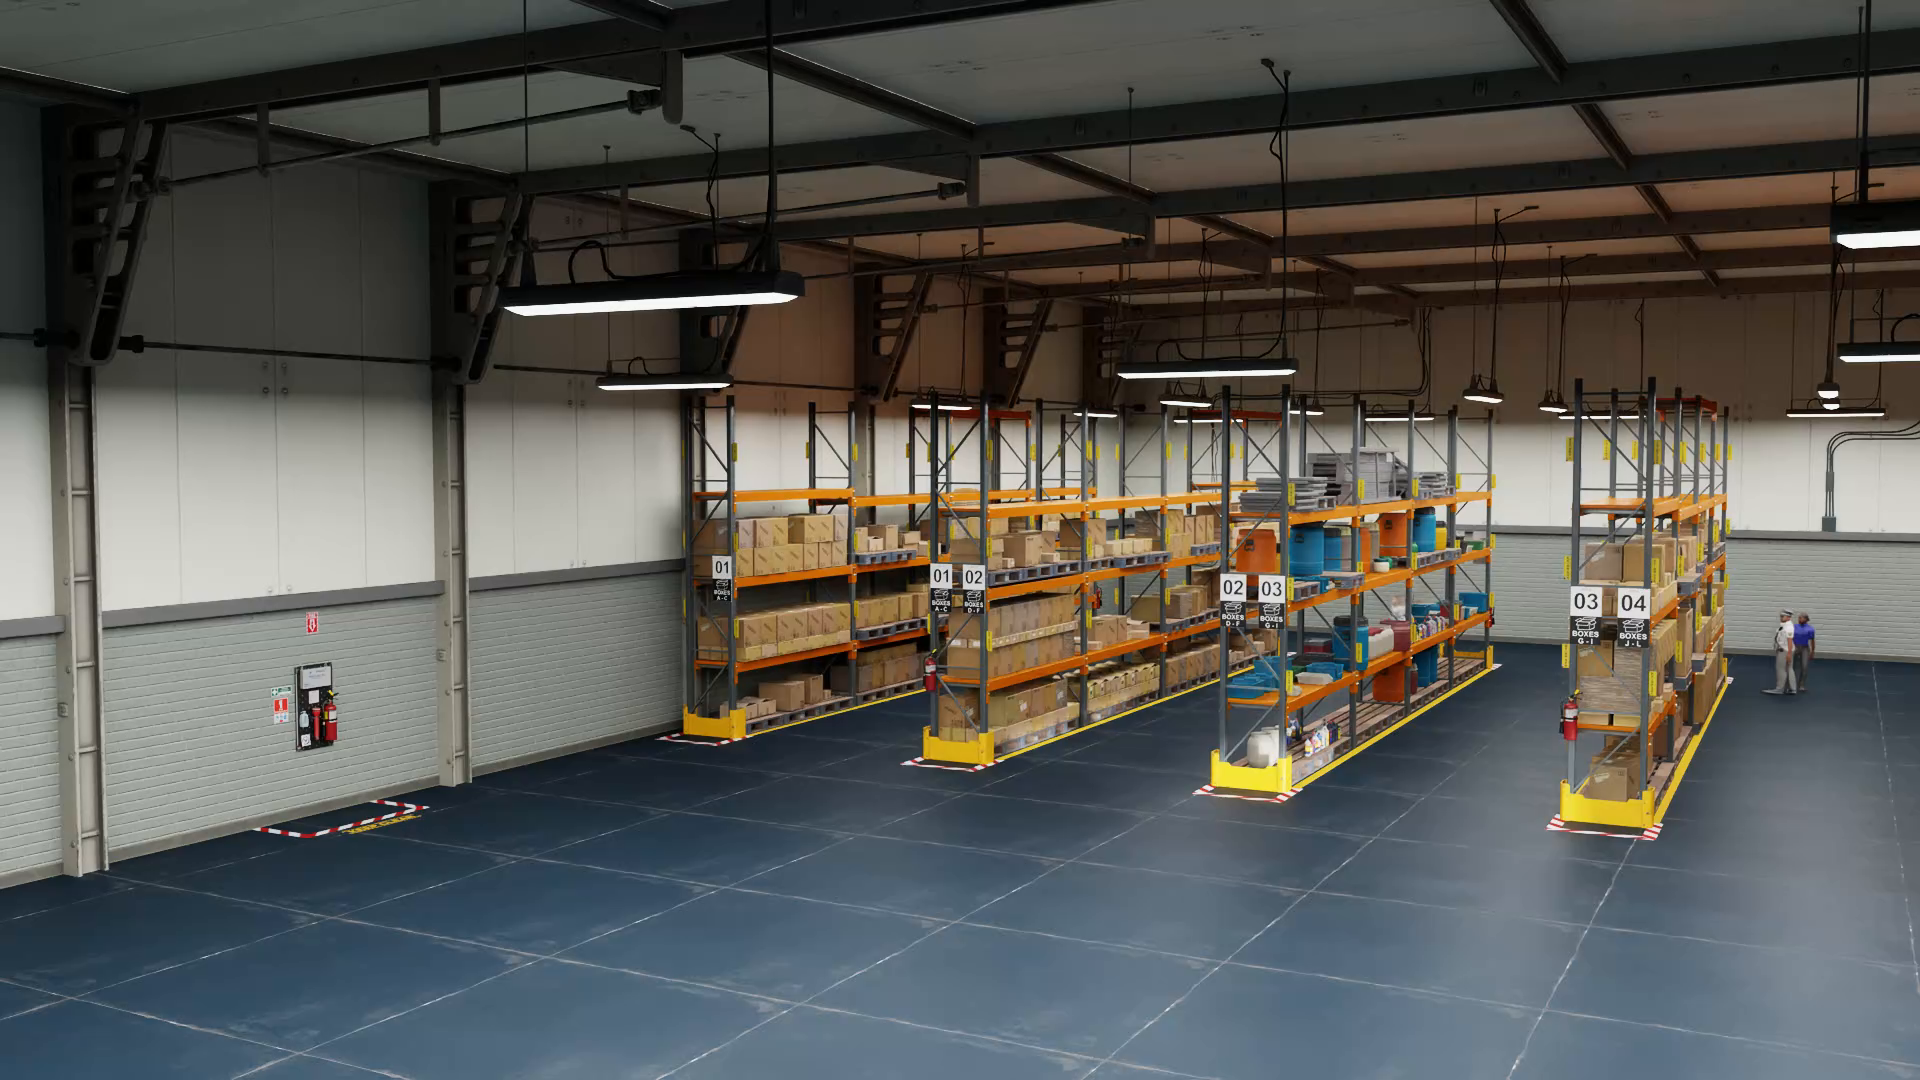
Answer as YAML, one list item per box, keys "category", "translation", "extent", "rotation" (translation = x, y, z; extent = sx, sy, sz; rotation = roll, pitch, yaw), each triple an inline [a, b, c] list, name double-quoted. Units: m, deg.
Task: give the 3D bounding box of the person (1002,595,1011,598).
- category: "person"
  translation: [1.026, 2.005, 35.832]
  extent: [0.412, 1.723, 0.582]
  rotation: [0, 3, 0]

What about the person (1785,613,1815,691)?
- category: "person"
  translation: [17.717, 2.334, 35.062]
  extent: [0.494, 1.625, 0.677]
  rotation: [1, 3, 13]

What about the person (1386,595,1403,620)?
- category: "person"
  translation: [10.283, 2.104, 39.430]
  extent: [0.481, 1.621, 0.793]
  rotation: [2, 4, 38]

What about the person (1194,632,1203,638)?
- category: "person"
  translation: [5.955, 2.000, 41.740]
  extent: [0.349, 1.605, 0.492]
  rotation: [1, 3, 14]

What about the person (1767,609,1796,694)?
- category: "person"
  translation: [17.080, 2.305, 34.496]
  extent: [0.520, 1.759, 0.532]
  rotation: [2, 4, 38]
